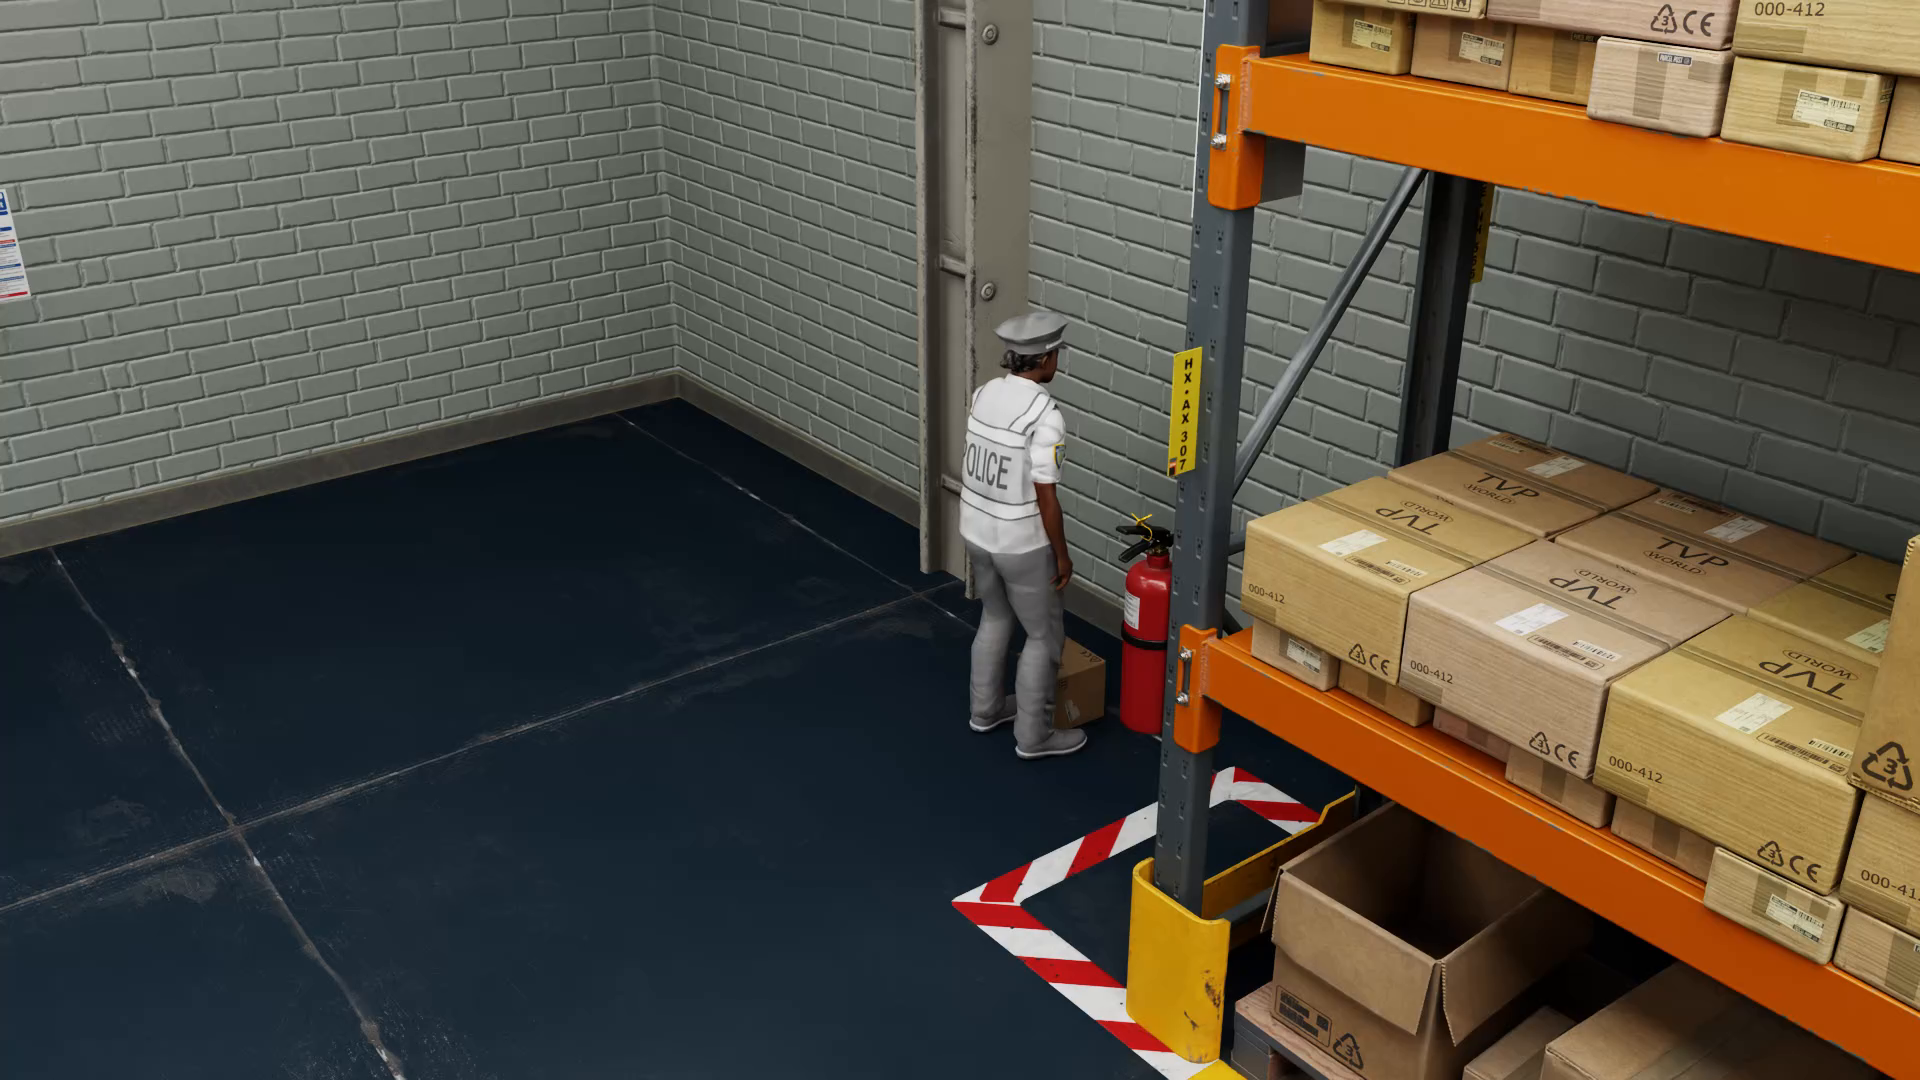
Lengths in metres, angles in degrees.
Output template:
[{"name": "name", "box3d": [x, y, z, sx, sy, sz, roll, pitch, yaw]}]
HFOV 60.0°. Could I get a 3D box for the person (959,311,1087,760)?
[{"name": "person", "box3d": [0.222, -0.002, 6.113, 0.396, 1.658, 0.509, -18, 31, -34]}]
